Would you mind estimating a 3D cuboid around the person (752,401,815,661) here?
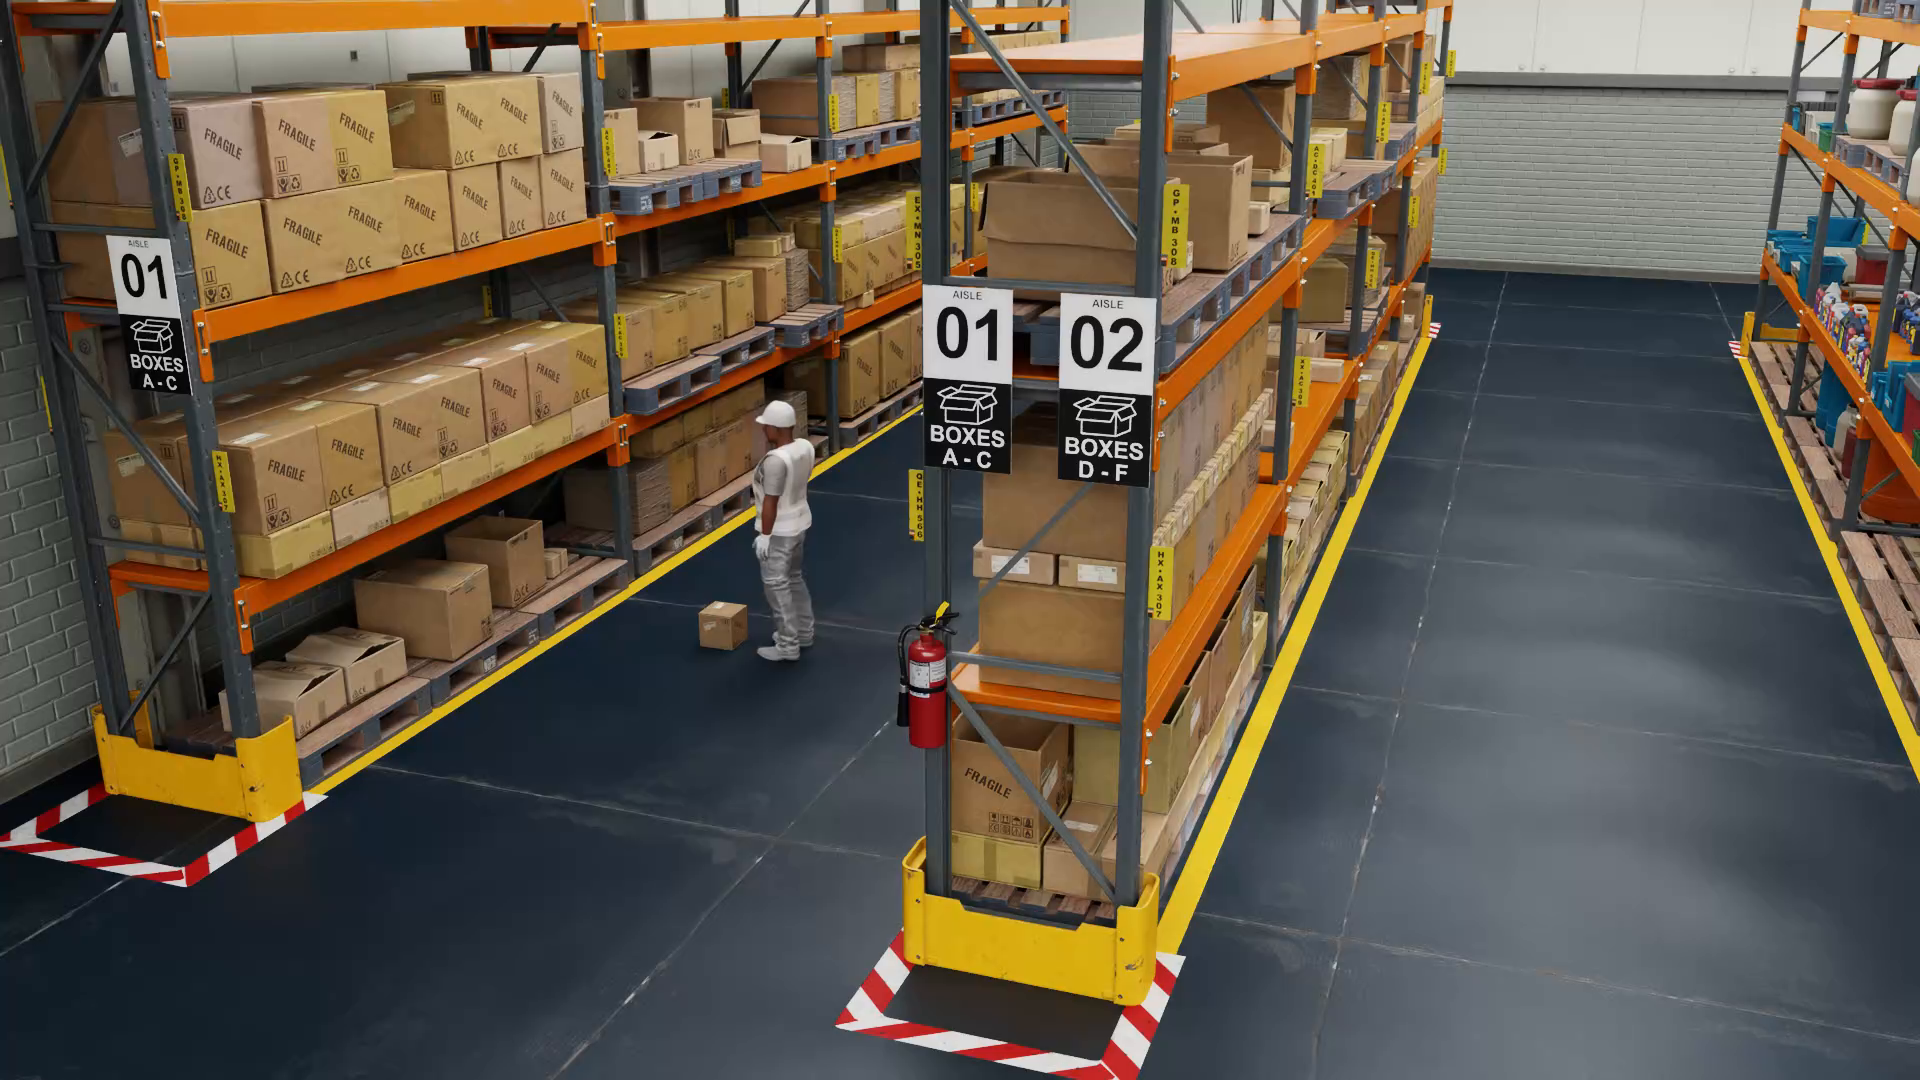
[{"bbox_3d":[-1.201,-0.069,11.243,0.361,1.780,0.546,7,20,19],"label":"person"}]
